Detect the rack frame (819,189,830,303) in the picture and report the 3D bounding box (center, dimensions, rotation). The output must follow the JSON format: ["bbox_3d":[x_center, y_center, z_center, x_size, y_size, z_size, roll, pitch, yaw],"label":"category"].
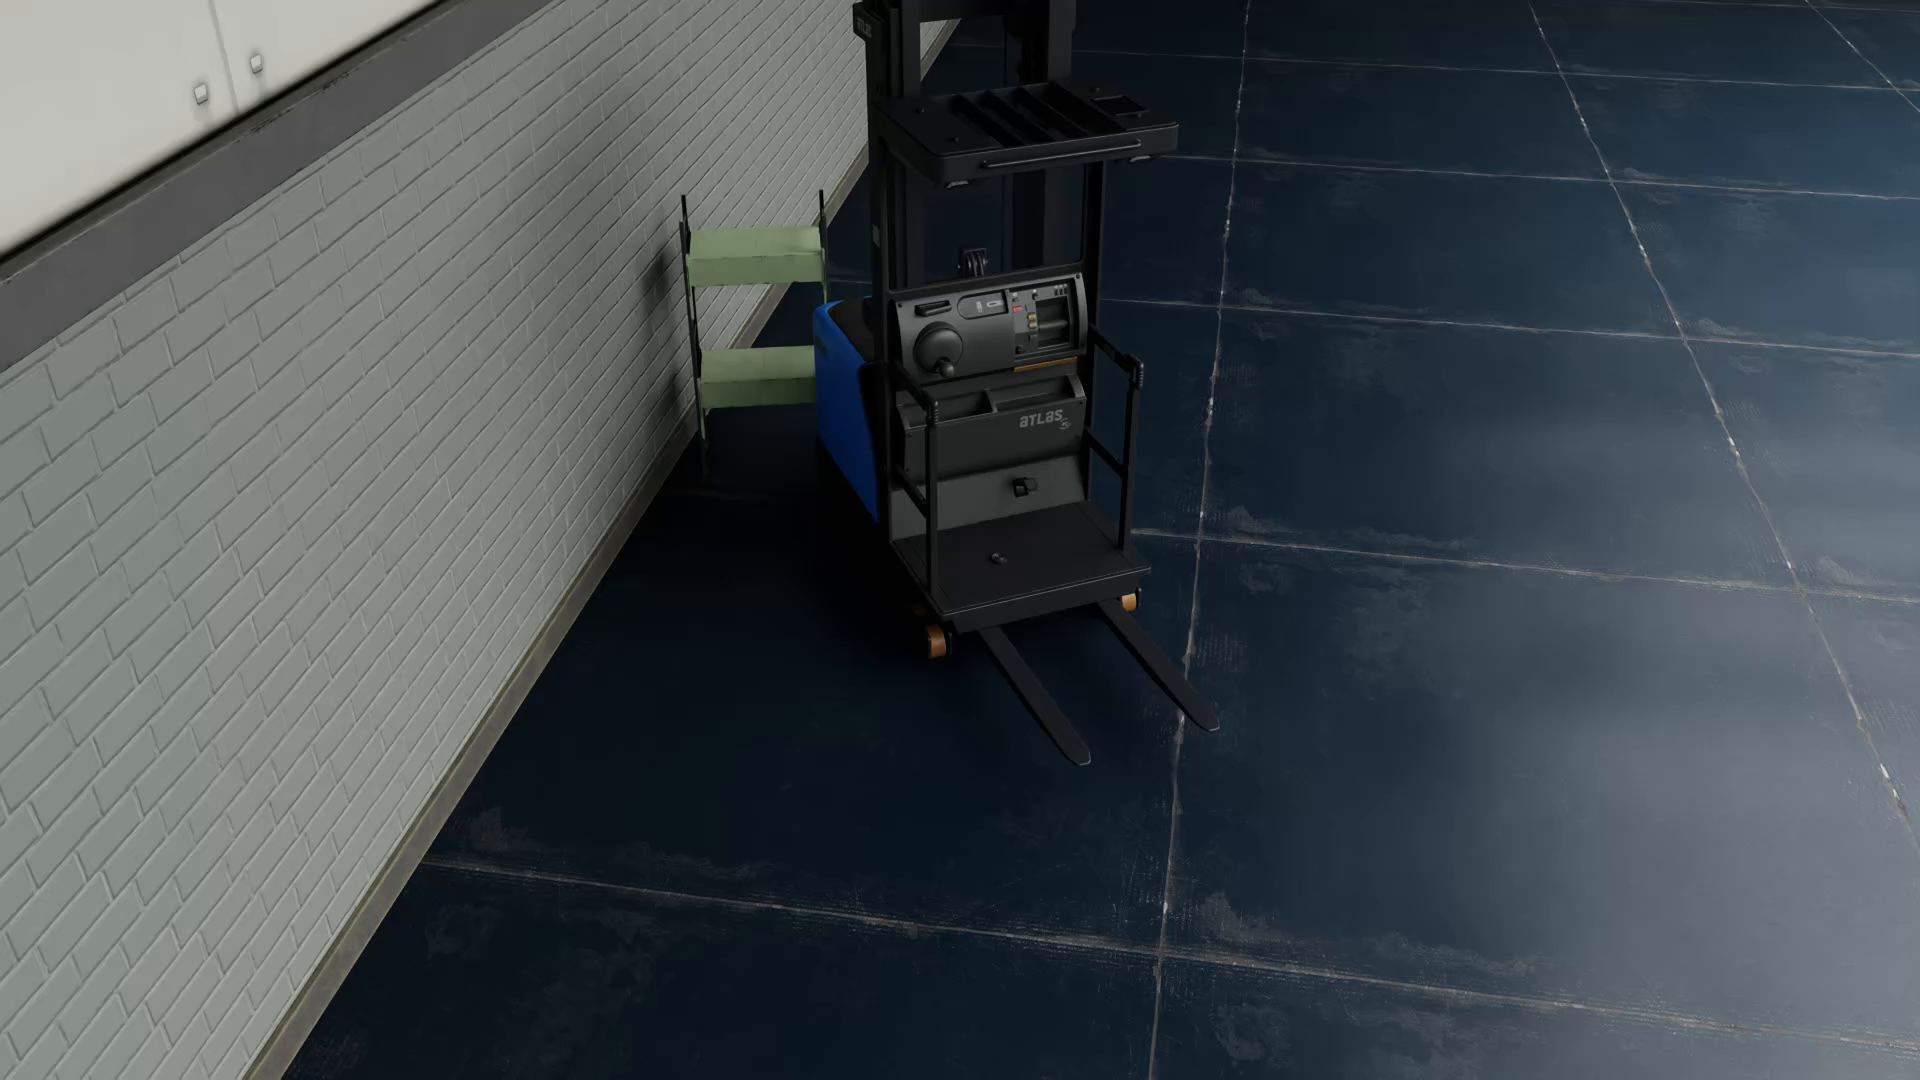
[{"bbox_3d":[-0.725,-1.142,9.161,0.023,1.500,0.400,-3,32,-5],"label":"rack frame"}]

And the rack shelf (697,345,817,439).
[{"bbox_3d":[-1.089,-0.844,9.300,0.720,0.370,0.431,-3,32,-5],"label":"rack shelf"}]

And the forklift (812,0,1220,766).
[{"bbox_3d":[0.232,-0.936,7.482,1.130,2.935,3.031,-12,34,-18],"label":"forklift"}]

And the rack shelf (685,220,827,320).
[{"bbox_3d":[-1.089,-1.451,8.920,0.720,0.370,0.431,-3,32,-5],"label":"rack shelf"}]

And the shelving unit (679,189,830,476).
[{"bbox_3d":[-1.089,-1.121,9.127,0.755,1.500,0.431,-3,32,-5],"label":"shelving unit"}]

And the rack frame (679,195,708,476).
[{"bbox_3d":[-1.452,-1.099,9.093,0.023,1.500,0.400,-3,32,-5],"label":"rack frame"}]
